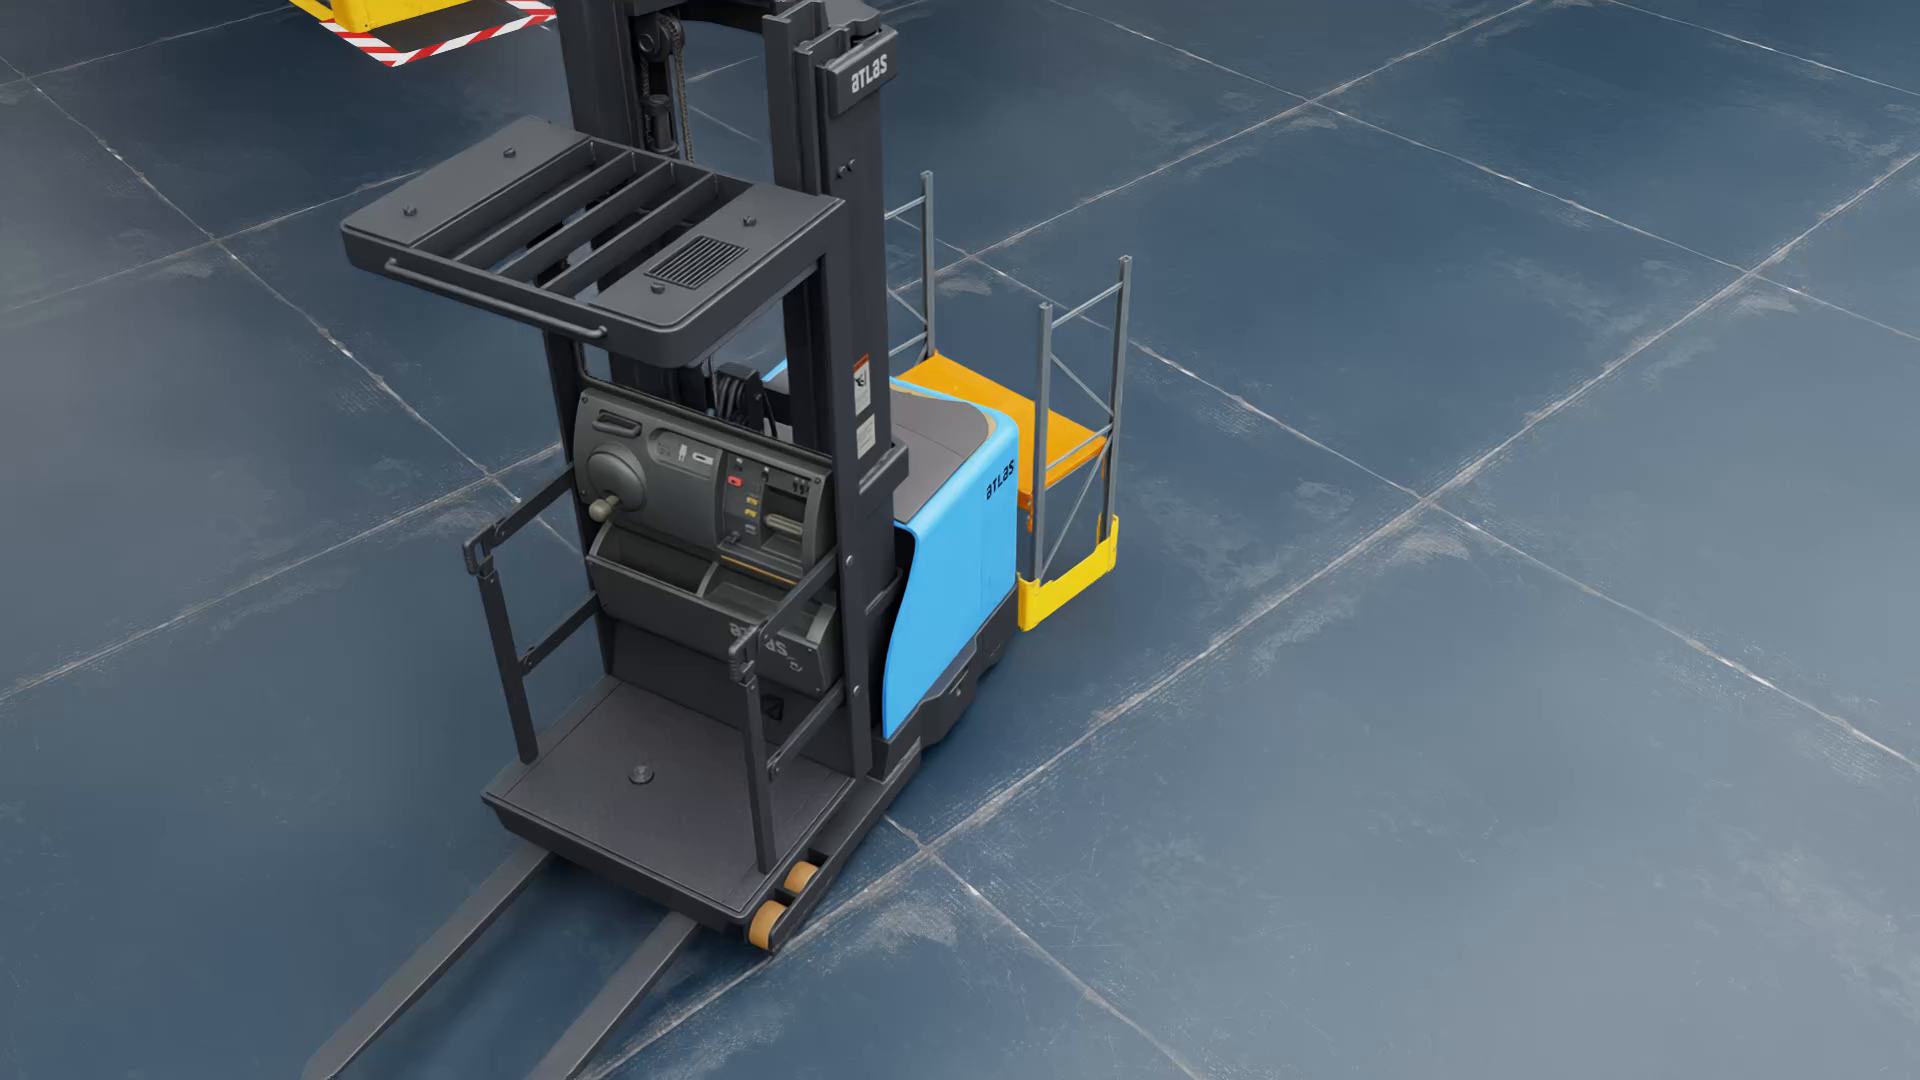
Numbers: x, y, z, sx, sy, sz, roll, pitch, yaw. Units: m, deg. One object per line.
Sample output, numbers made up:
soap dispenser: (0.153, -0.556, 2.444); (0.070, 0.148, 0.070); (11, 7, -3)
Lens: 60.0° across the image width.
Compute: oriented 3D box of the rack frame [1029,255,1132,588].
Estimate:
rack frame: (0.457, -0.353, 6.494); (0.032, 1.500, 0.500); (30, 48, 32)

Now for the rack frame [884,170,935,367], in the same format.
rack frame: (-0.290, -0.786, 7.030); (0.032, 1.500, 0.500); (30, 48, 32)

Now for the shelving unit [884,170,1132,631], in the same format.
shelving unit: (0.077, -0.574, 6.766); (1.083, 1.500, 0.587); (30, 48, 32)

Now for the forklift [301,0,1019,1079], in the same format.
forklift: (-0.924, -0.099, 5.040); (1.130, 2.935, 3.031); (19, 43, 22)

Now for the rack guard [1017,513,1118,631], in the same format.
rack guard: (0.443, 0.125, 6.897); (0.087, 0.250, 0.587); (30, 48, 32)

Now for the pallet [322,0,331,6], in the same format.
pallet: (-4.441, -4.333, 12.447); (1.003, 0.211, 1.213); (-30, 48, -32)

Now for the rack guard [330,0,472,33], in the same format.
rack guard: (-3.918, -4.054, 11.872); (1.175, 0.500, 0.348); (-30, 48, -32)

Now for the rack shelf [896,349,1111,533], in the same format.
rack shelf: (0.084, -0.430, 6.875); (1.000, 0.185, 0.538); (30, 48, 32)
